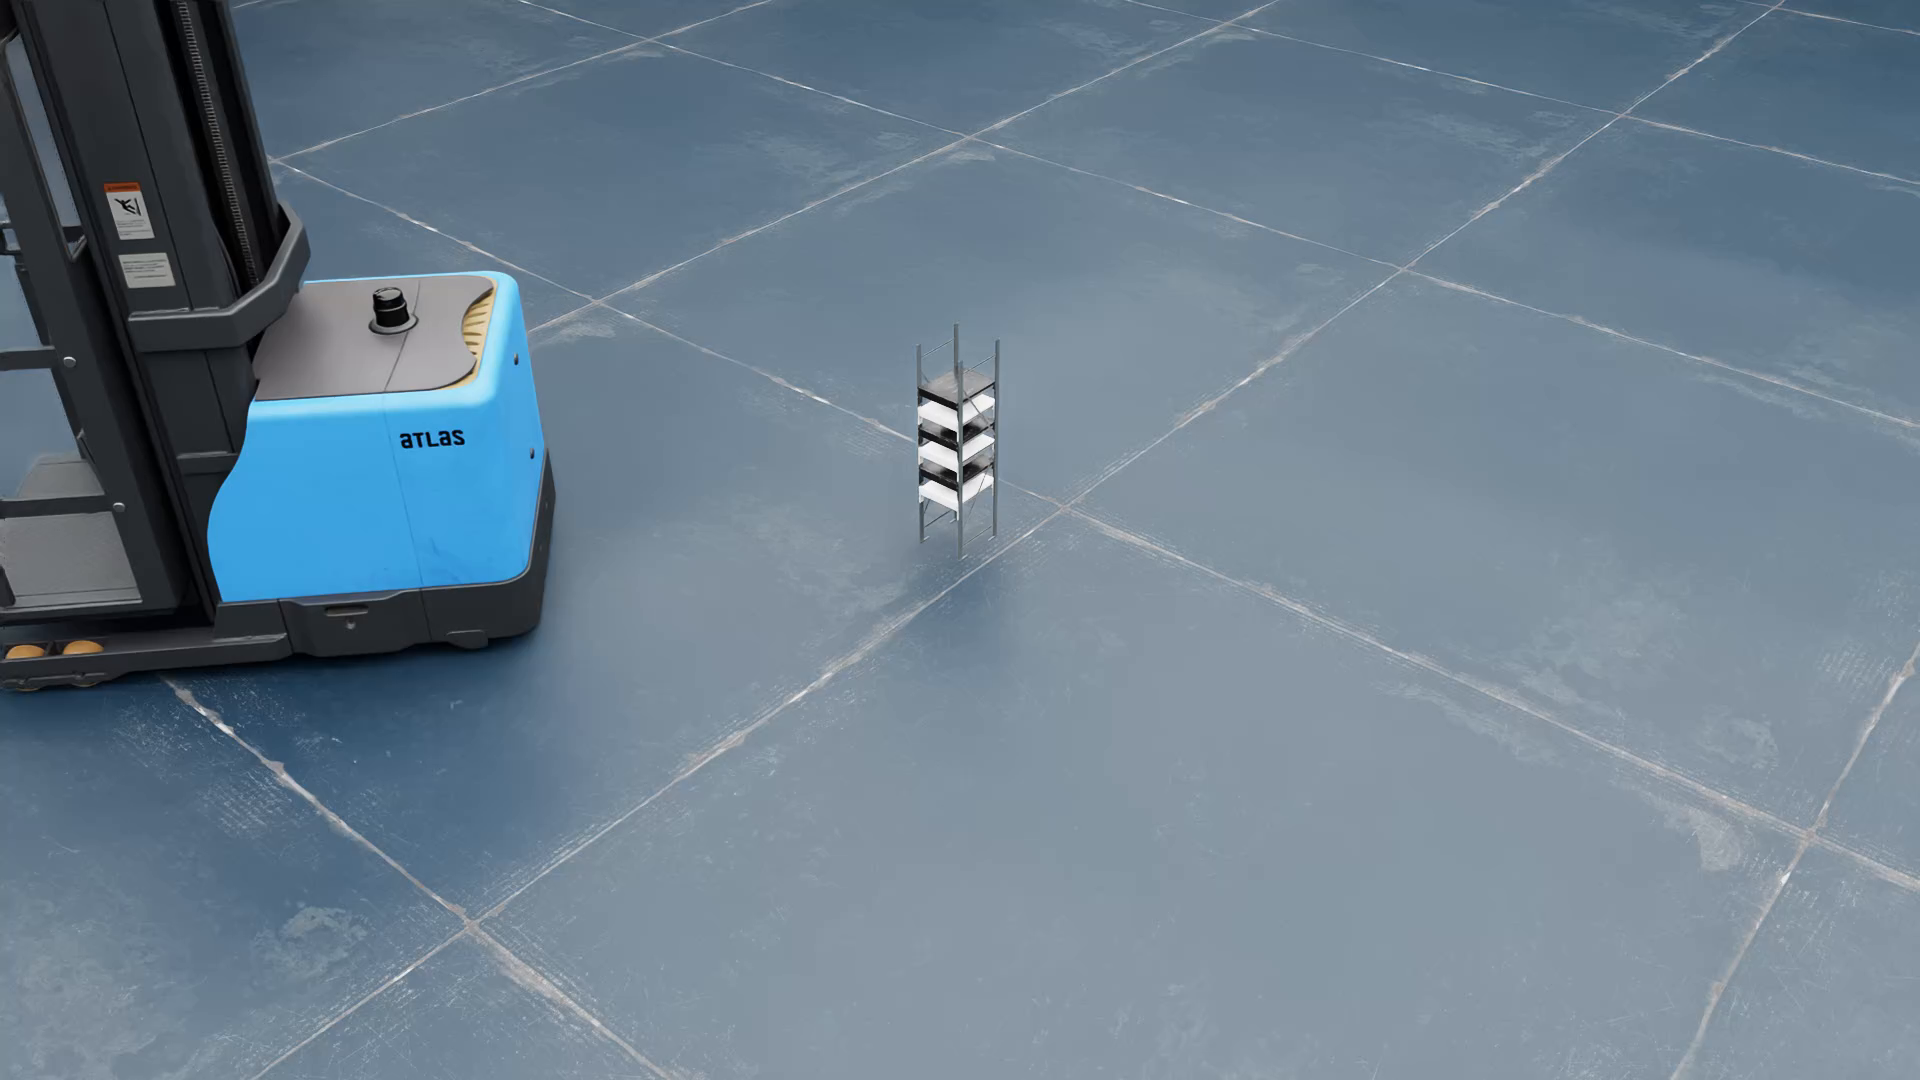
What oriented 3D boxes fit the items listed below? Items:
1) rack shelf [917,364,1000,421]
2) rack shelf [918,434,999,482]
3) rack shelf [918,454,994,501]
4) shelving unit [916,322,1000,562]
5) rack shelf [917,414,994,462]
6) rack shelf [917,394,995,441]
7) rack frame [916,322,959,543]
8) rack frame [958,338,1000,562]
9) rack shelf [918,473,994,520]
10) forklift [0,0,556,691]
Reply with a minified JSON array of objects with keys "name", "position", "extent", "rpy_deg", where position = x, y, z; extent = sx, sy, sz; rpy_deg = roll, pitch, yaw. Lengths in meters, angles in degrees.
[{"name":"rack shelf","position":[-0.006,-0.569,6.366],"extent":[0.200,0.077,0.258],"rpy_deg":[25,42,32]},{"name":"rack shelf","position":[-0.006,-0.346,6.518],"extent":[0.200,0.077,0.258],"rpy_deg":[25,42,32]},{"name":"rack shelf","position":[-0.006,-0.272,6.569],"extent":[0.200,0.077,0.258],"rpy_deg":[25,42,32]},{"name":"shelving unit","position":[-0.006,-0.374,6.500],"extent":[0.210,0.900,0.258],"rpy_deg":[25,42,32]},{"name":"rack shelf","position":[-0.006,-0.421,6.467],"extent":[0.200,0.077,0.258],"rpy_deg":[25,42,32]},{"name":"rack shelf","position":[-0.006,-0.495,6.417],"extent":[0.200,0.077,0.258],"rpy_deg":[25,42,32]},{"name":"rack frame","position":[-0.084,-0.411,6.553],"extent":[0.006,0.900,0.240],"rpy_deg":[25,42,32]},{"name":"rack frame","position":[0.072,-0.337,6.446],"extent":[0.006,0.900,0.240],"rpy_deg":[25,42,32]},{"name":"rack shelf","position":[-0.006,-0.198,6.620],"extent":[0.200,0.077,0.258],"rpy_deg":[25,42,32]},{"name":"forklift","position":[-3.122,-0.985,5.596],"extent":[3.031,2.935,1.130],"rpy_deg":[-4,35,-6]}]
